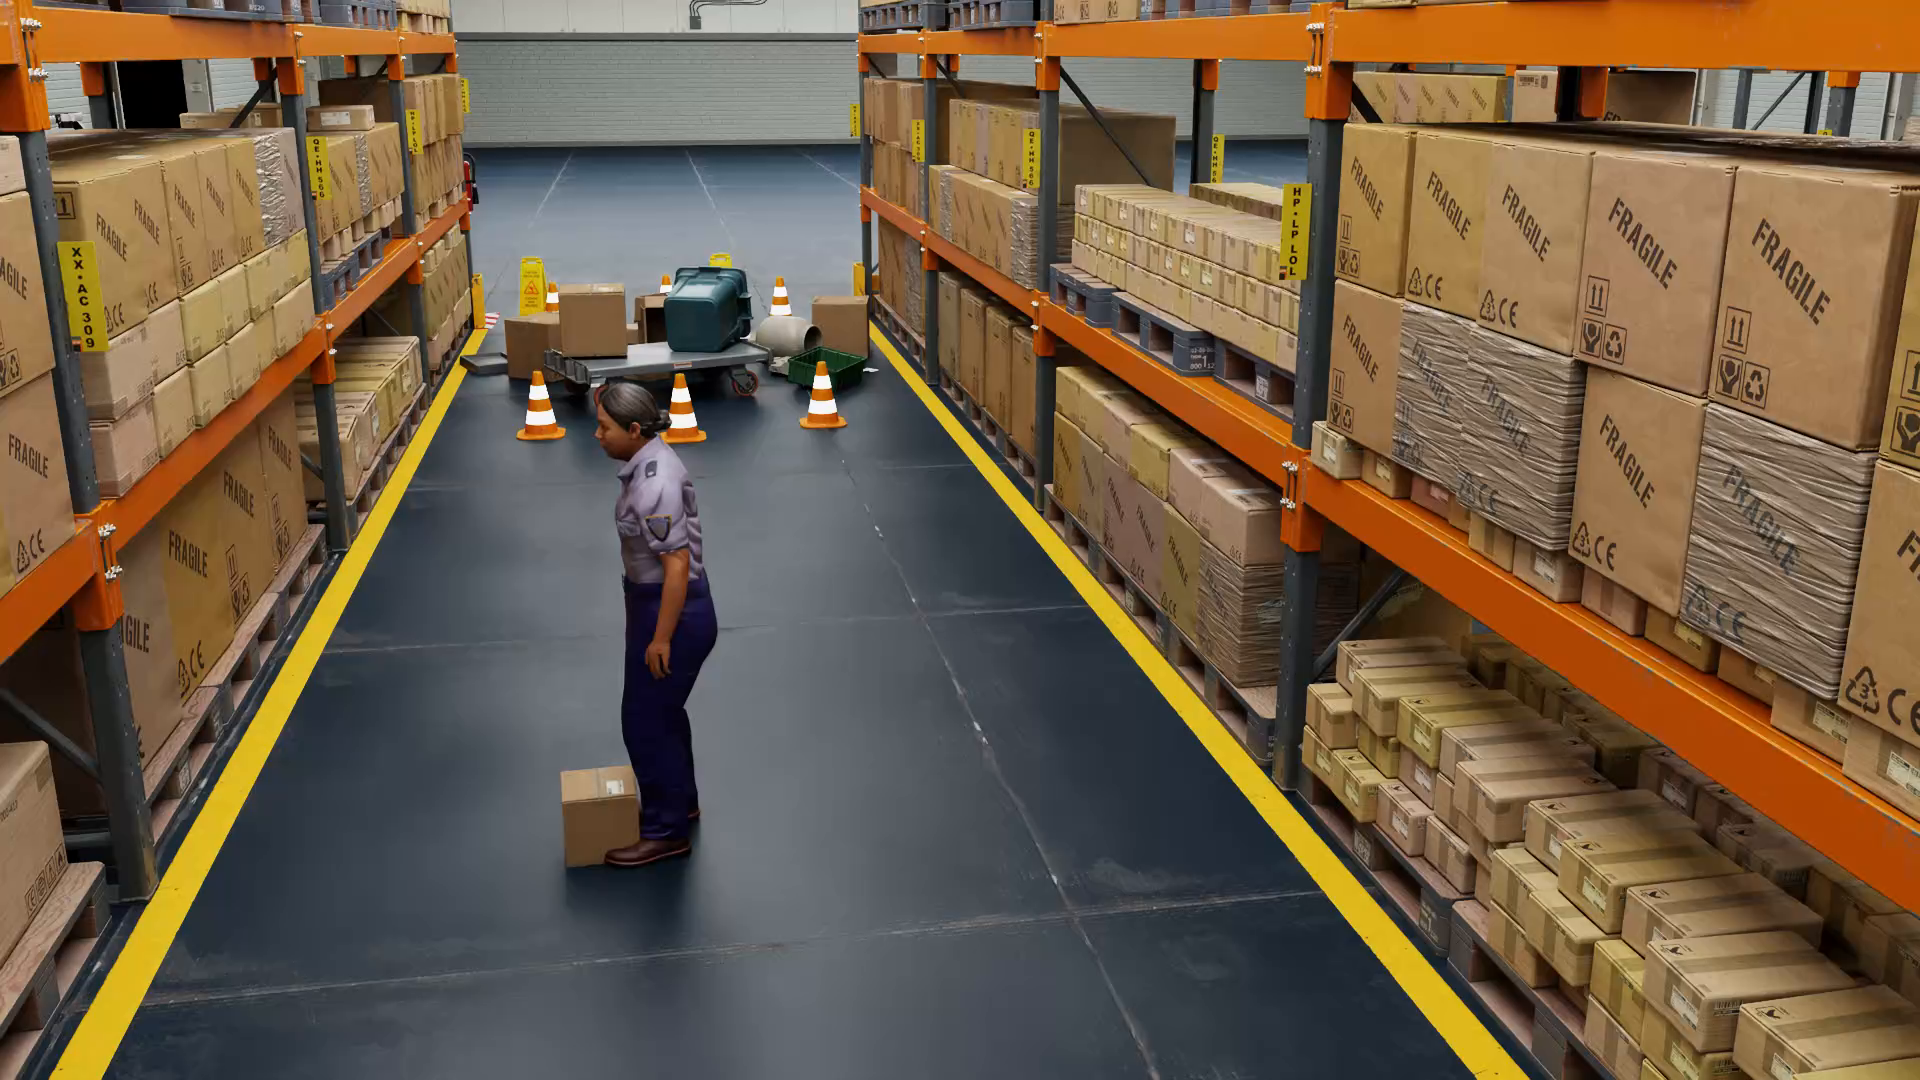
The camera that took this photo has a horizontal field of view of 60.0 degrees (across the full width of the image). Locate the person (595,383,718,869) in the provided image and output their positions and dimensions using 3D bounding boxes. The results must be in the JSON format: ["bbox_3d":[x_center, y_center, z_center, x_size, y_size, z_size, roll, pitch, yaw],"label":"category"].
[{"bbox_3d":[-1.045,0.326,5.650,0.425,1.537,0.551,-4,17,-13],"label":"person"}]
